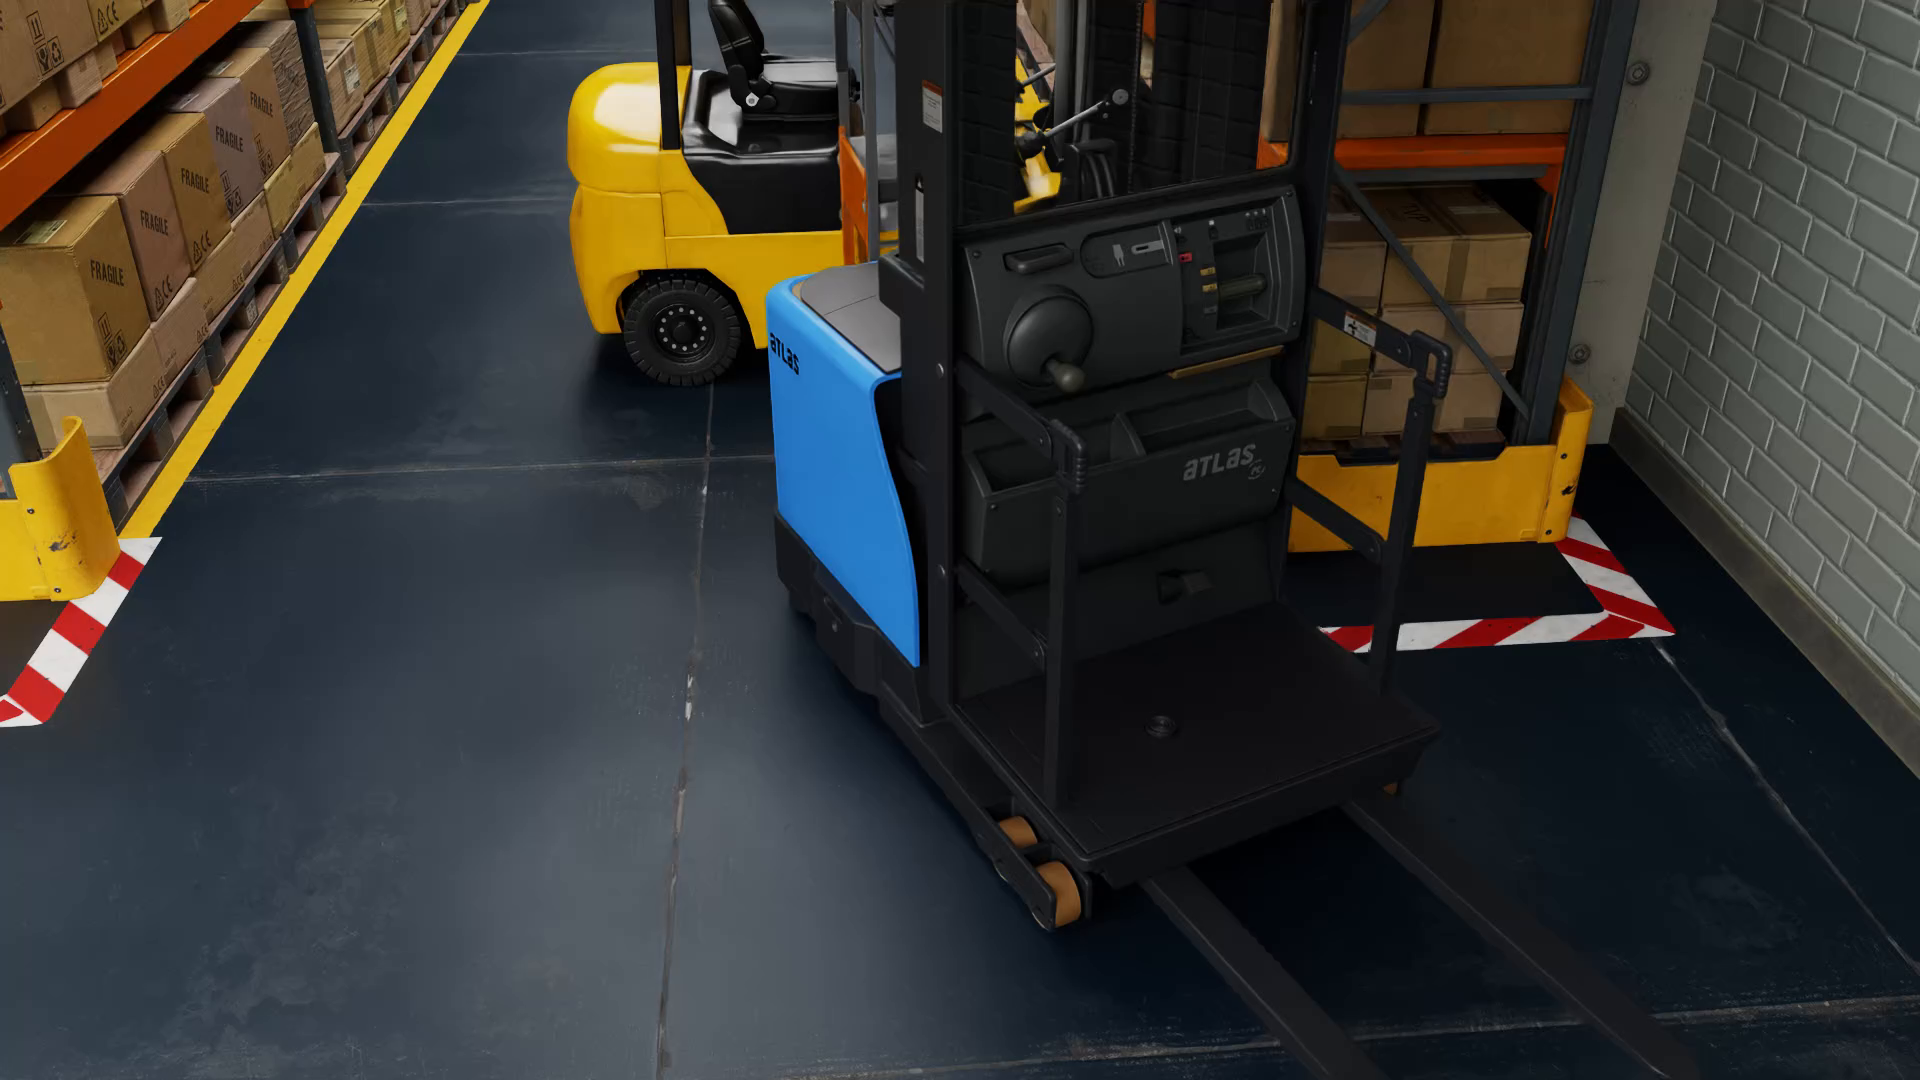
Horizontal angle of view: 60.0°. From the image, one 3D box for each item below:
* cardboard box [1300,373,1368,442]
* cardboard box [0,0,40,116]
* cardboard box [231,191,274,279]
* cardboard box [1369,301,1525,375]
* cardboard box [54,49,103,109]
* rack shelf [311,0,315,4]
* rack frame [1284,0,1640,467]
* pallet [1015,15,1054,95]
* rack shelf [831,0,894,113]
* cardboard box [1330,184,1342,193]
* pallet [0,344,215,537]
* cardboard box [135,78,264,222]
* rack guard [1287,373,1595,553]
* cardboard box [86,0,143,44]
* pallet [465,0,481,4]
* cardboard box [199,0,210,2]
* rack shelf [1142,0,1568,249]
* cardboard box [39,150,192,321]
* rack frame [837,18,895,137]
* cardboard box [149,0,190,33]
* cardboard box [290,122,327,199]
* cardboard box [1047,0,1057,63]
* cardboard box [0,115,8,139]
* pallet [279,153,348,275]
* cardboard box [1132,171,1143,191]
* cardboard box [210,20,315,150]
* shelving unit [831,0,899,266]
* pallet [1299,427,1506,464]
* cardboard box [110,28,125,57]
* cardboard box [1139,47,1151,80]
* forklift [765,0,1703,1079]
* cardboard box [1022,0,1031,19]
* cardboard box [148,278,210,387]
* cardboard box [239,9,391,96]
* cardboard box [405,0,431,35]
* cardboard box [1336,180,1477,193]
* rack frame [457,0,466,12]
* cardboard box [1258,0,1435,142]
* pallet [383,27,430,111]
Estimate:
[{"bbox_3d":[1.157,-0.581,6.069,0.500,0.250,0.500,-3,31,-4],"label":"cardboard box"},{"bbox_3d":[-3.194,-1.542,5.019,0.500,0.500,0.500,-3,31,-5],"label":"cardboard box"},{"bbox_3d":[-3.374,-1.338,7.337,0.500,0.250,0.500,-2,31,-4],"label":"cardboard box"},{"bbox_3d":[1.679,-0.820,5.983,0.500,0.250,0.500,-2,31,-4],"label":"cardboard box"},{"bbox_3d":[-3.211,-1.591,5.733,0.380,0.149,0.250,-2,31,-4],"label":"cardboard box"},{"bbox_3d":[-3.986,-3.871,10.007,1.077,0.370,4.000,-3,31,-5],"label":"rack shelf"},{"bbox_3d":[1.516,-1.356,5.095,1.000,3.000,0.127,-3,31,-5],"label":"rack frame"},{"bbox_3d":[0.917,-3.200,10.901,1.003,0.211,1.213,-3,31,-5],"label":"pallet"},{"bbox_3d":[-0.150,-1.659,5.142,0.431,0.518,0.480,-7,32,-11],"label":"rack shelf"},{"bbox_3d":[1.109,-1.266,6.241,0.500,0.250,0.500,-2,31,-4],"label":"cardboard box"},{"bbox_3d":[-3.474,-0.374,6.171,1.003,0.211,1.213,-3,31,-5],"label":"pallet"},{"bbox_3d":[-3.379,-1.671,7.163,0.500,0.500,0.500,-1,31,-2],"label":"cardboard box"},{"bbox_3d":[1.518,-0.271,5.715,1.175,0.500,0.348,-3,31,-5],"label":"rack guard"},{"bbox_3d":[-3.294,-2.066,5.897,0.500,0.500,0.500,-3,31,-6],"label":"cardboard box"},{"bbox_3d":[-4.172,-4.410,12.927,1.003,0.211,1.213,-3,31,-5],"label":"pallet"},{"bbox_3d":[-3.368,-2.382,7.059,0.380,0.149,0.250,-3,31,-5],"label":"cardboard box"},{"bbox_3d":[1.329,-2.068,6.989,1.077,0.370,4.000,-3,31,-5],"label":"rack shelf"},{"bbox_3d":[-3.282,-1.142,6.277,0.500,0.500,0.500,-4,31,-6],"label":"cardboard box"},{"bbox_3d":[-0.206,-1.192,5.698,0.400,2.100,0.015,-7,32,-11],"label":"rack frame"},{"bbox_3d":[-3.314,-2.121,6.621,0.380,0.149,0.250,-2,31,-4],"label":"cardboard box"},{"bbox_3d":[-3.477,-1.869,8.226,0.500,0.250,0.500,-1,31,-2],"label":"cardboard box"},{"bbox_3d":[1.017,-3.221,10.124,0.875,0.625,0.625,-3,31,-5],"label":"cardboard box"},{"bbox_3d":[-3.289,-1.320,5.280,0.380,0.149,0.250,-2,31,-4],"label":"cardboard box"},{"bbox_3d":[-3.702,-1.620,8.256,1.003,0.211,1.213,-3,31,-5],"label":"pallet"},{"bbox_3d":[1.011,-1.579,7.252,0.500,0.250,0.500,-3,31,-5],"label":"cardboard box"},{"bbox_3d":[-3.477,-2.191,8.034,0.500,0.500,0.500,-3,31,-5],"label":"cardboard box"},{"bbox_3d":[-0.150,-1.070,5.494,0.431,2.100,0.503,-7,32,-11],"label":"shelving unit"},{"bbox_3d":[1.403,-0.547,6.460,1.003,0.211,1.213,-3,31,-5],"label":"pallet"},{"bbox_3d":[-3.353,-1.854,6.173,0.380,0.149,0.250,-2,31,-3],"label":"cardboard box"},{"bbox_3d":[0.970,-2.050,7.554,0.500,0.250,0.500,-2,31,-3],"label":"cardboard box"},{"bbox_3d":[0.540,-0.558,3.825,1.130,2.935,3.031,-15,34,-24],"label":"forklift"},{"bbox_3d":[0.882,-3.949,11.342,0.875,0.625,0.625,-2,31,-3],"label":"cardboard box"},{"bbox_3d":[-3.266,-0.802,6.440,0.500,0.250,0.500,-2,31,-3],"label":"cardboard box"},{"bbox_3d":[-3.922,-2.845,9.741,0.950,0.372,0.625,-1,31,-1],"label":"cardboard box"},{"bbox_3d":[-4.054,-3.587,10.984,0.950,0.372,0.625,-3,31,-6],"label":"cardboard box"},{"bbox_3d":[1.609,-1.294,6.289,0.500,0.250,0.500,-3,31,-5],"label":"cardboard box"},{"bbox_3d":[-4.173,-5.201,11.532,1.000,3.000,0.127,-3,31,-5],"label":"rack frame"},{"bbox_3d":[1.208,-1.638,5.469,0.500,0.500,0.500,-3,31,-6],"label":"cardboard box"},{"bbox_3d":[-3.991,-2.983,10.538,1.003,0.211,1.213,-3,31,-5],"label":"pallet"}]
